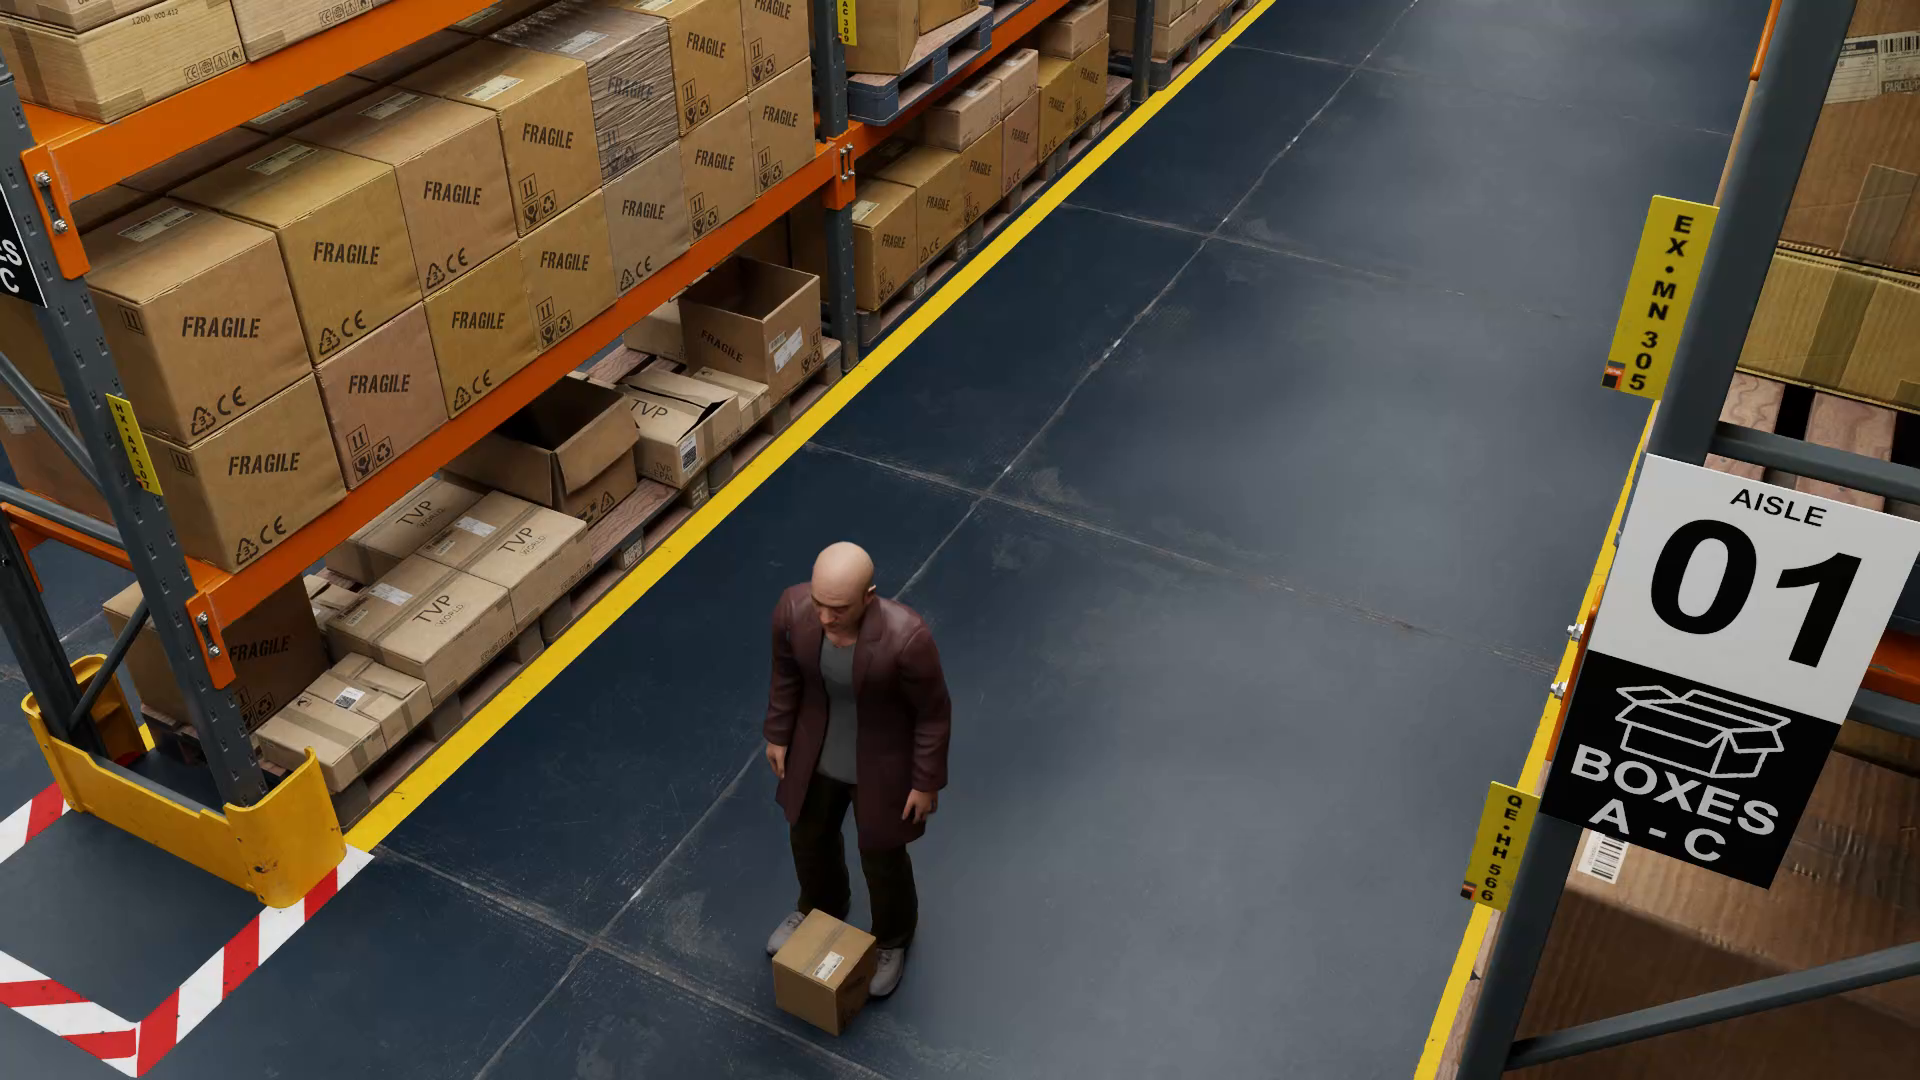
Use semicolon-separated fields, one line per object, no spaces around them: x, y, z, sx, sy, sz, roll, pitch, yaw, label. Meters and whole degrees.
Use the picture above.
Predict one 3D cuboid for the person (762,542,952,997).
-0.336;0.698;5.254;0.638;1.772;0.428;16;40;20;person
